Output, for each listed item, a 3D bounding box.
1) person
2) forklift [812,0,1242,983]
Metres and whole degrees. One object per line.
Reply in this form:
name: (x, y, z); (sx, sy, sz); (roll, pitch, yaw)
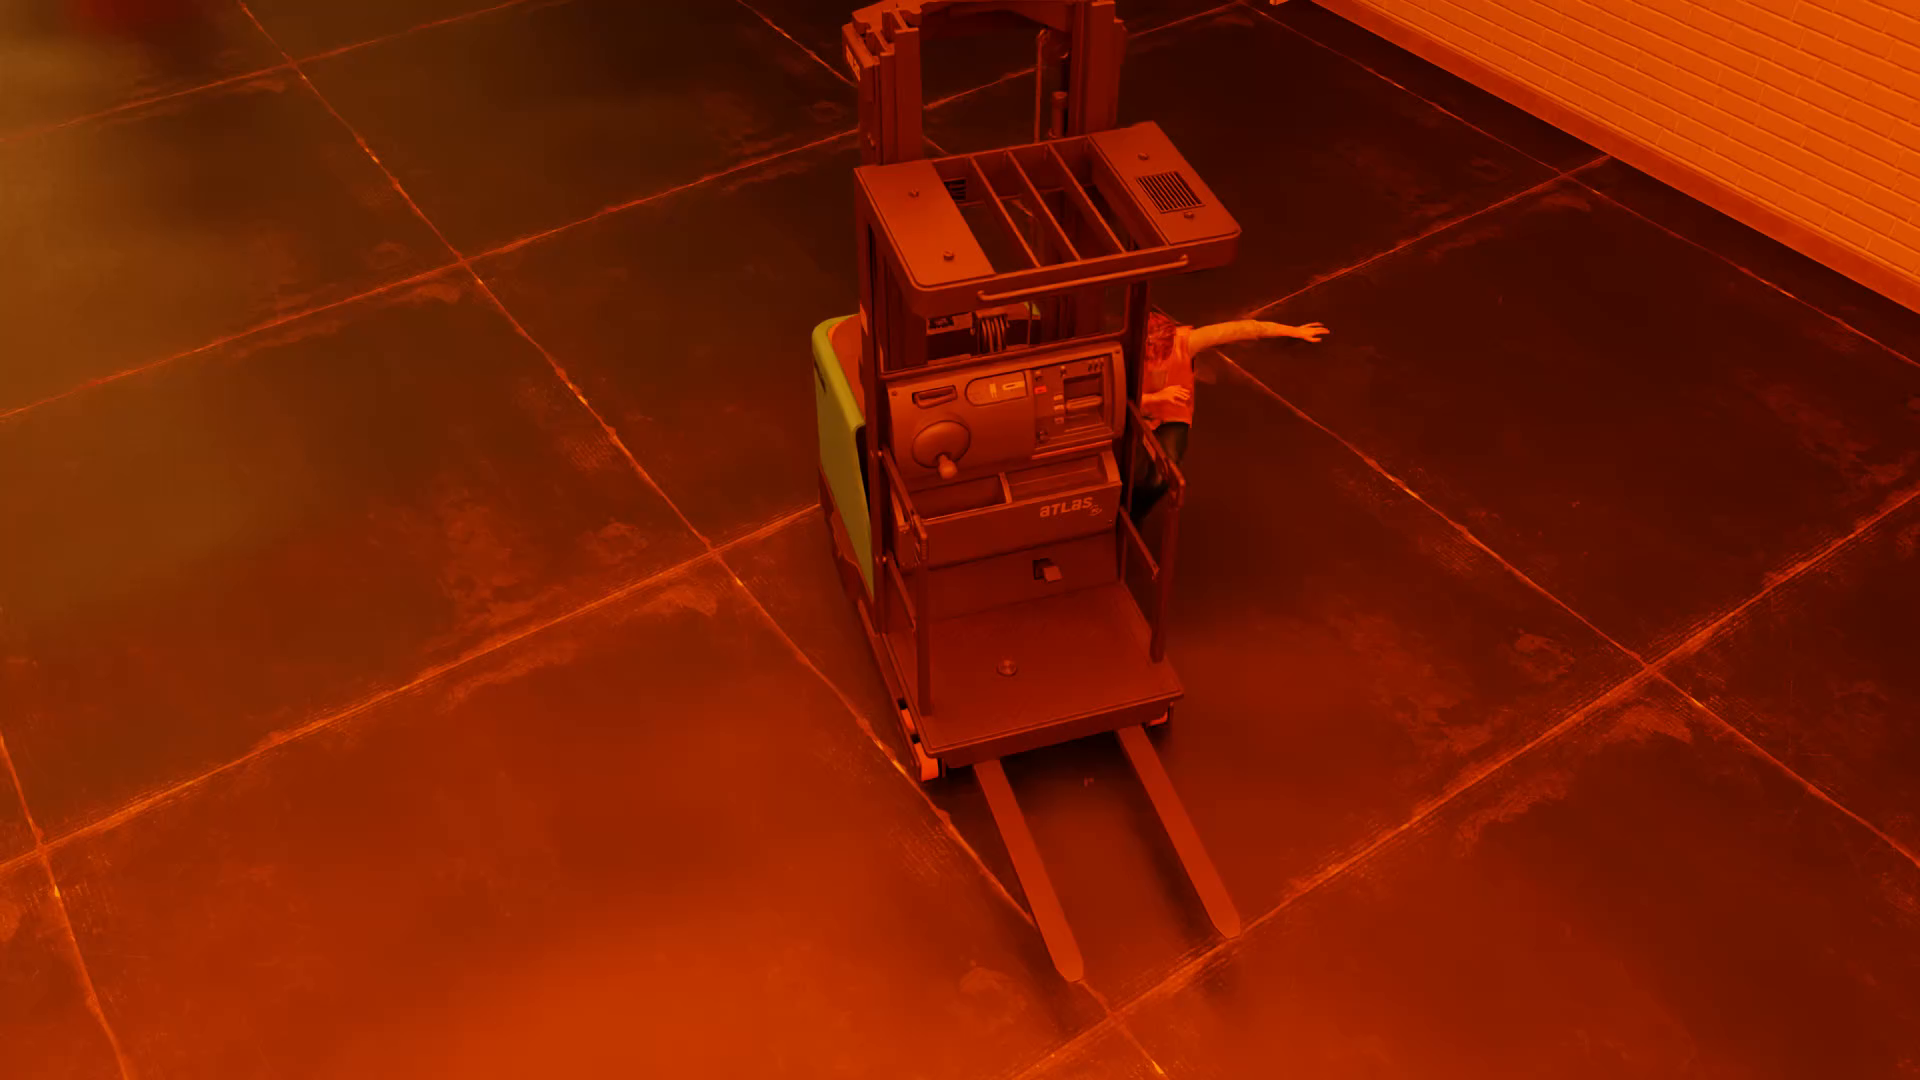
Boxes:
person: (0.974, -0.505, 7.450); (1.223, 1.214, 0.638); (7, 43, 7)
forklift: (0.251, -0.401, 6.150); (1.130, 2.935, 3.031); (-12, 44, -13)
